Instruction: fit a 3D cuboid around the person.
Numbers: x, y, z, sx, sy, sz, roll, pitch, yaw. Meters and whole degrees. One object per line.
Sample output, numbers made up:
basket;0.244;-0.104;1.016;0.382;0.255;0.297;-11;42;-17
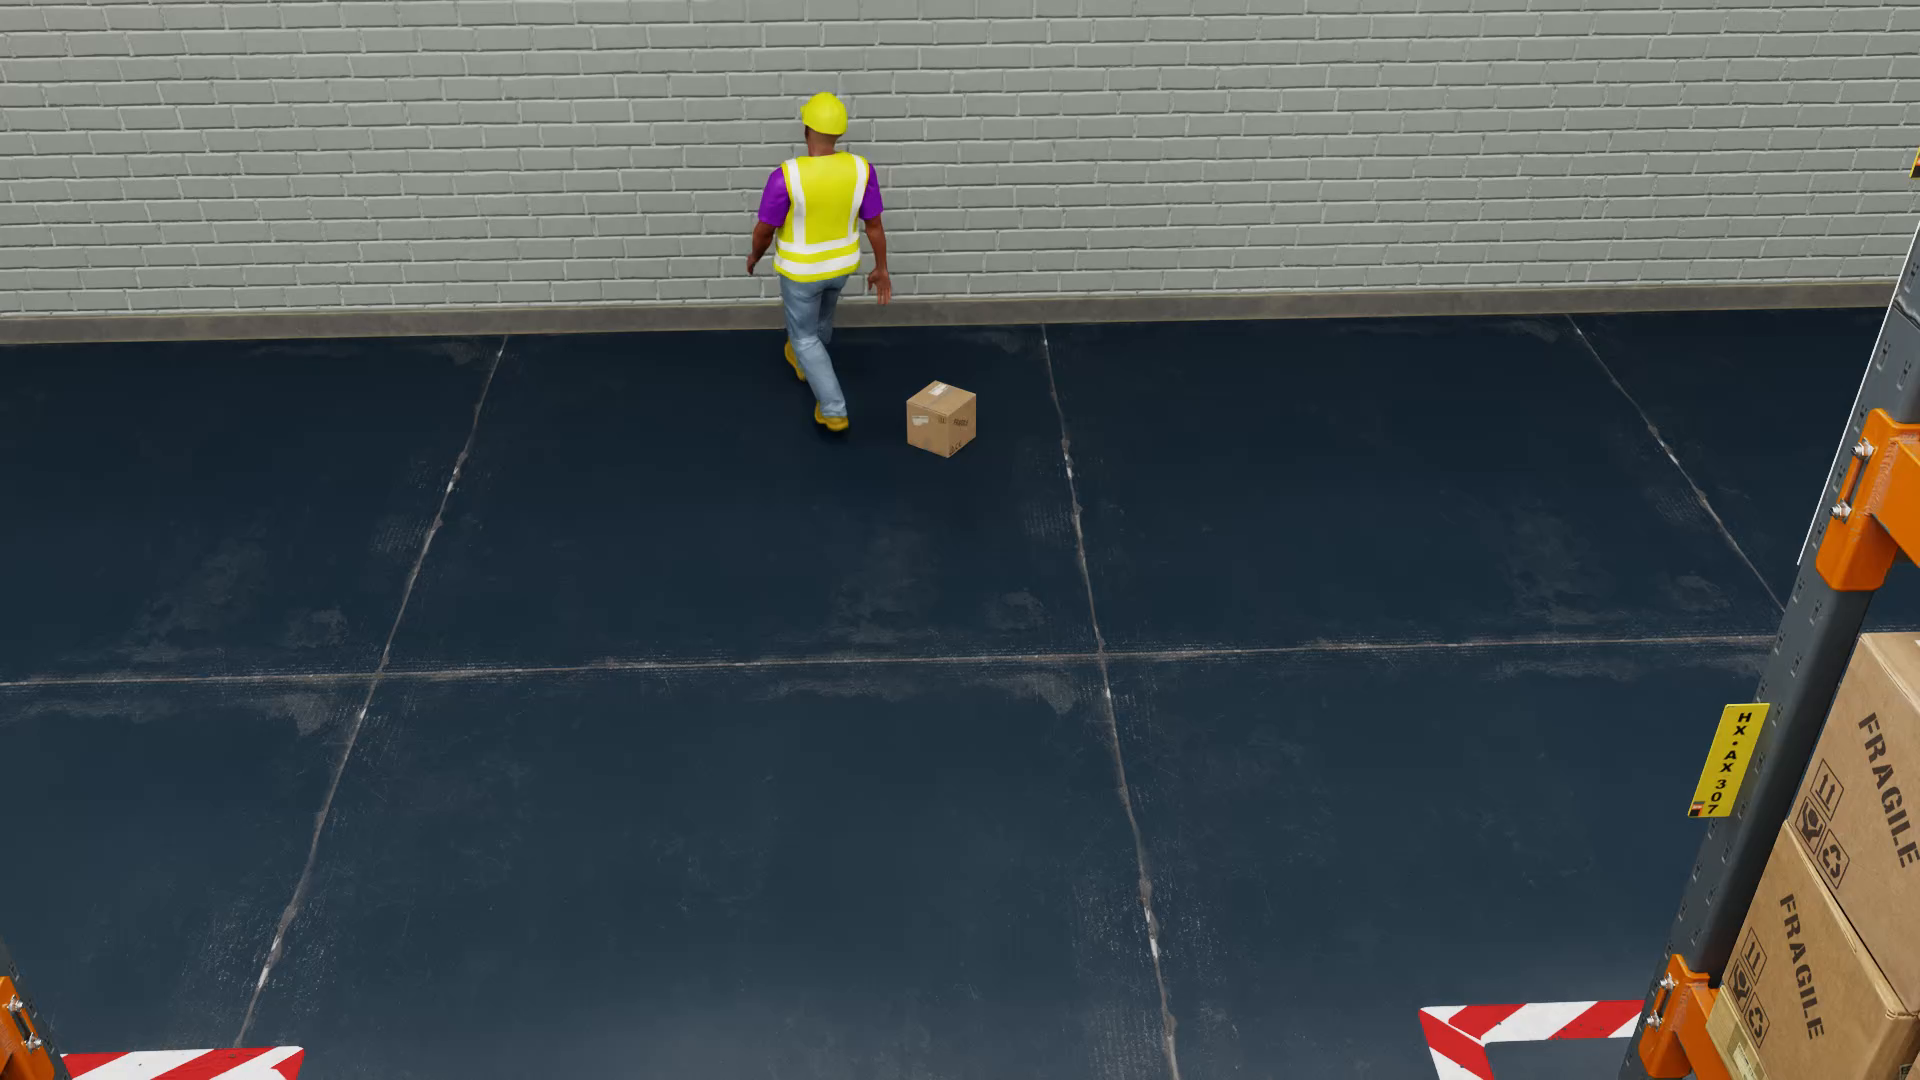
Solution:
person;-0.764;-1.424;8.192;0.621;1.705;0.942;-18;39;-24
